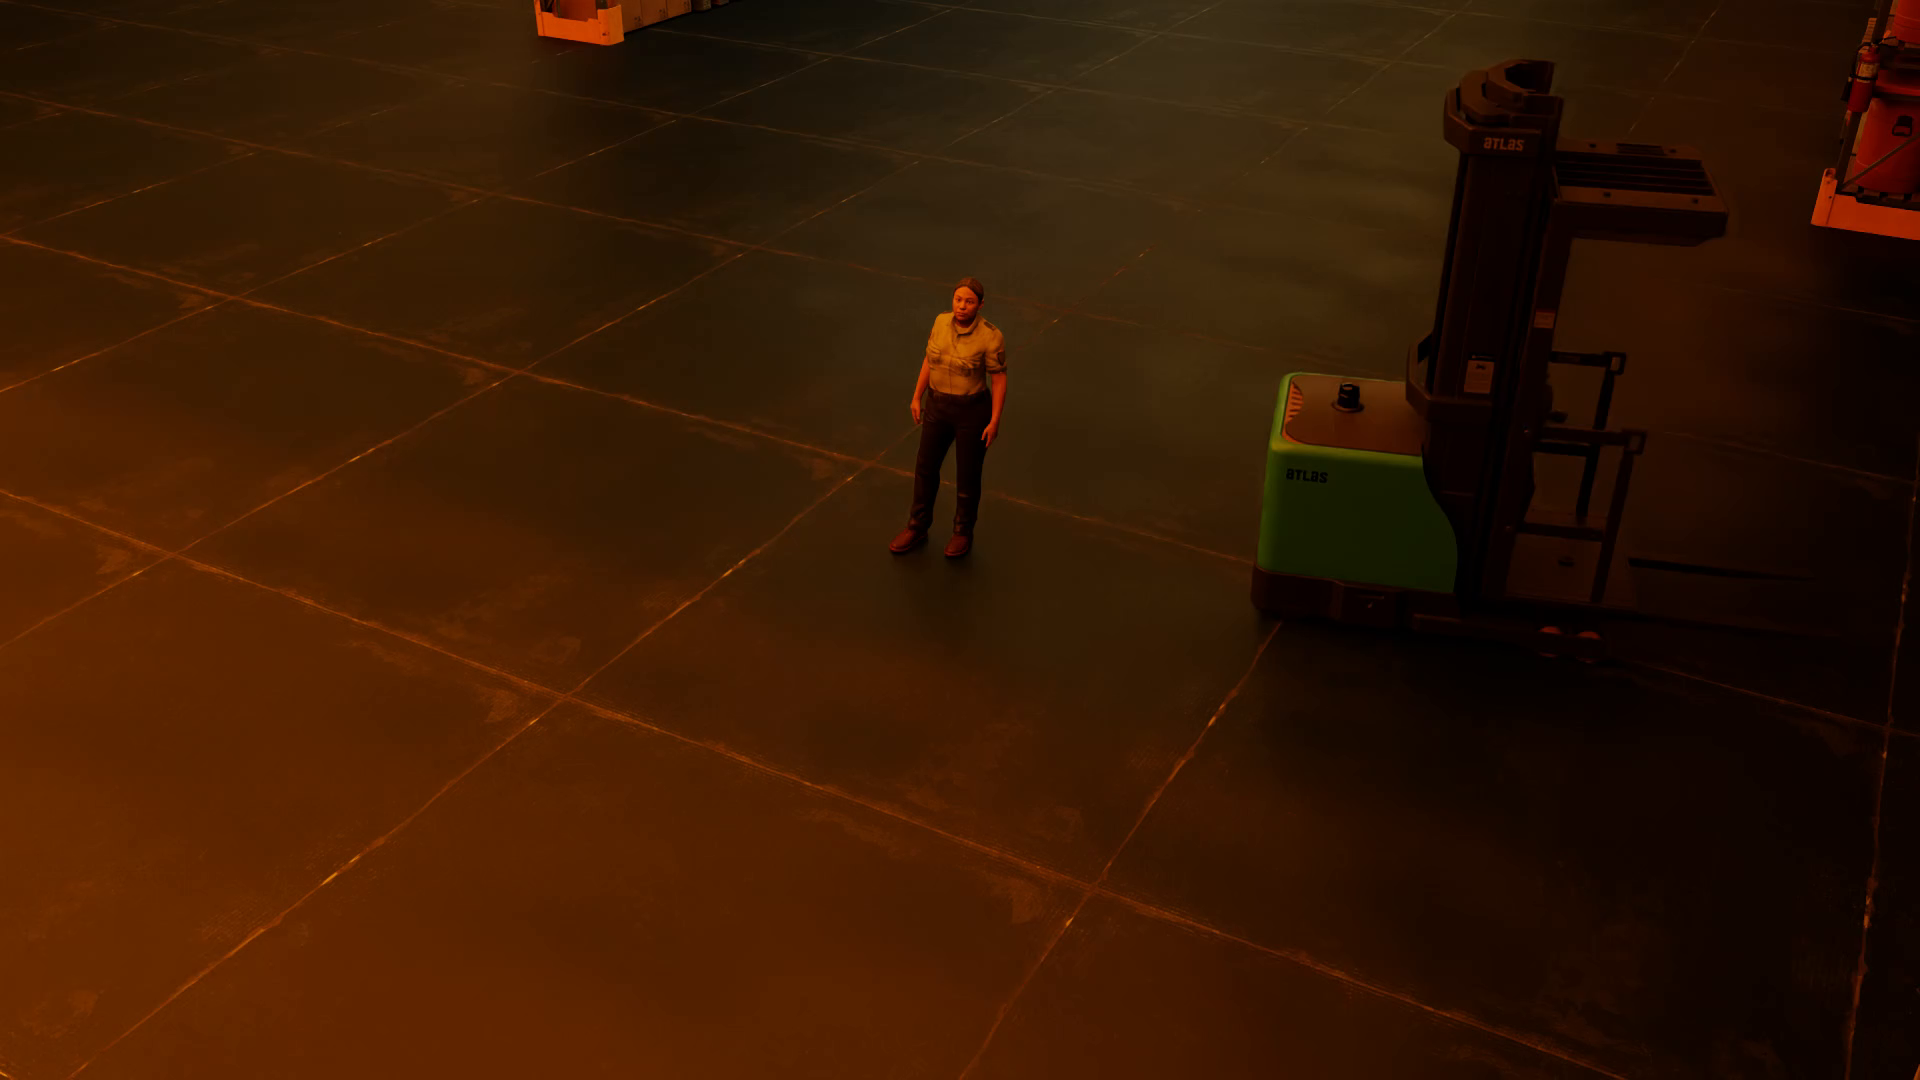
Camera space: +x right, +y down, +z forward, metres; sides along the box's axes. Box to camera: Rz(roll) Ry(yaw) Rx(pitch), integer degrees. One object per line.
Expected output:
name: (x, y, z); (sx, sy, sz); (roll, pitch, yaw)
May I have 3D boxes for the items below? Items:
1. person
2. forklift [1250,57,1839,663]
person: (-0.063, -0.684, 9.531); (0.598, 1.643, 0.503); (15, 33, 25)
forklift: (3.195, -0.908, 8.644); (3.031, 2.935, 1.130); (7, 31, 12)
